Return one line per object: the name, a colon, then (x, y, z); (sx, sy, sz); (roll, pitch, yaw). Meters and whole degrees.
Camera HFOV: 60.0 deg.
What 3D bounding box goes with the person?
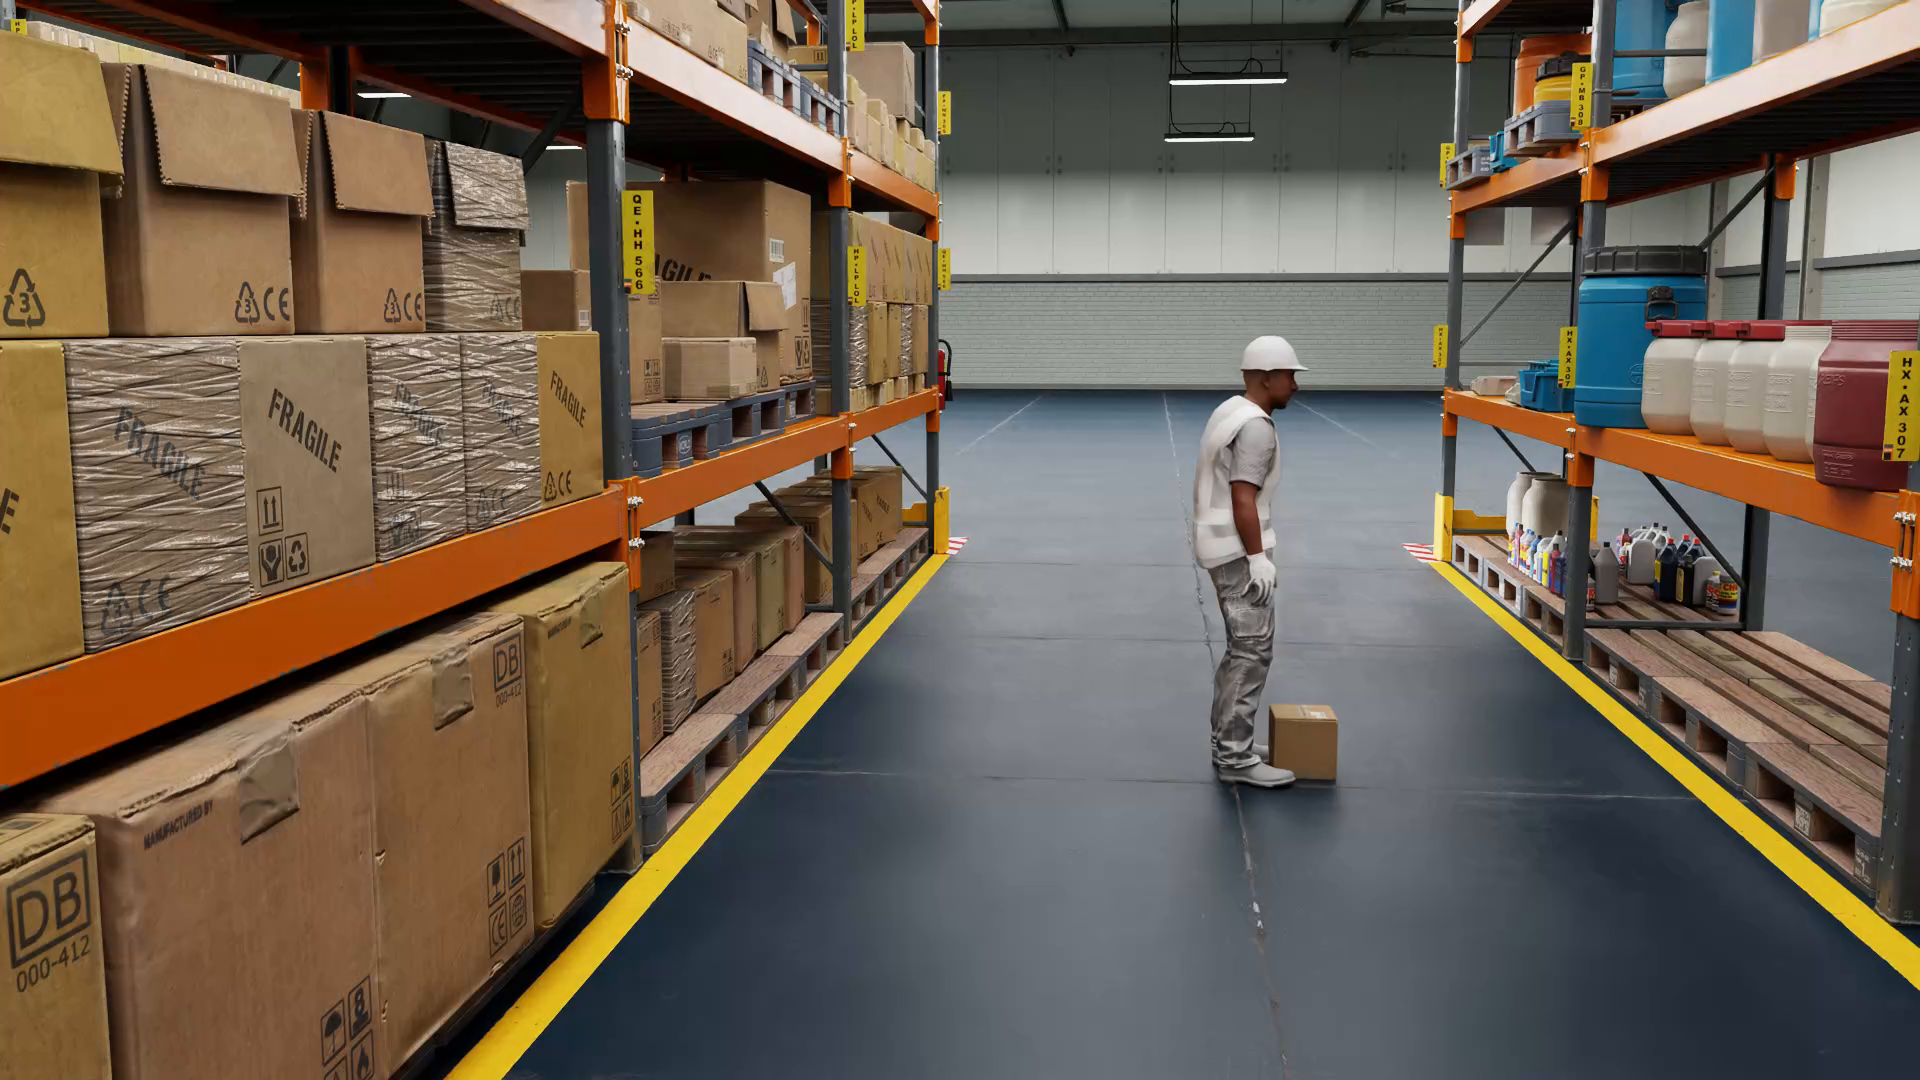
person: (1.168, 0.070, 6.722); (0.452, 1.772, 0.616); (0, 8, 4)
